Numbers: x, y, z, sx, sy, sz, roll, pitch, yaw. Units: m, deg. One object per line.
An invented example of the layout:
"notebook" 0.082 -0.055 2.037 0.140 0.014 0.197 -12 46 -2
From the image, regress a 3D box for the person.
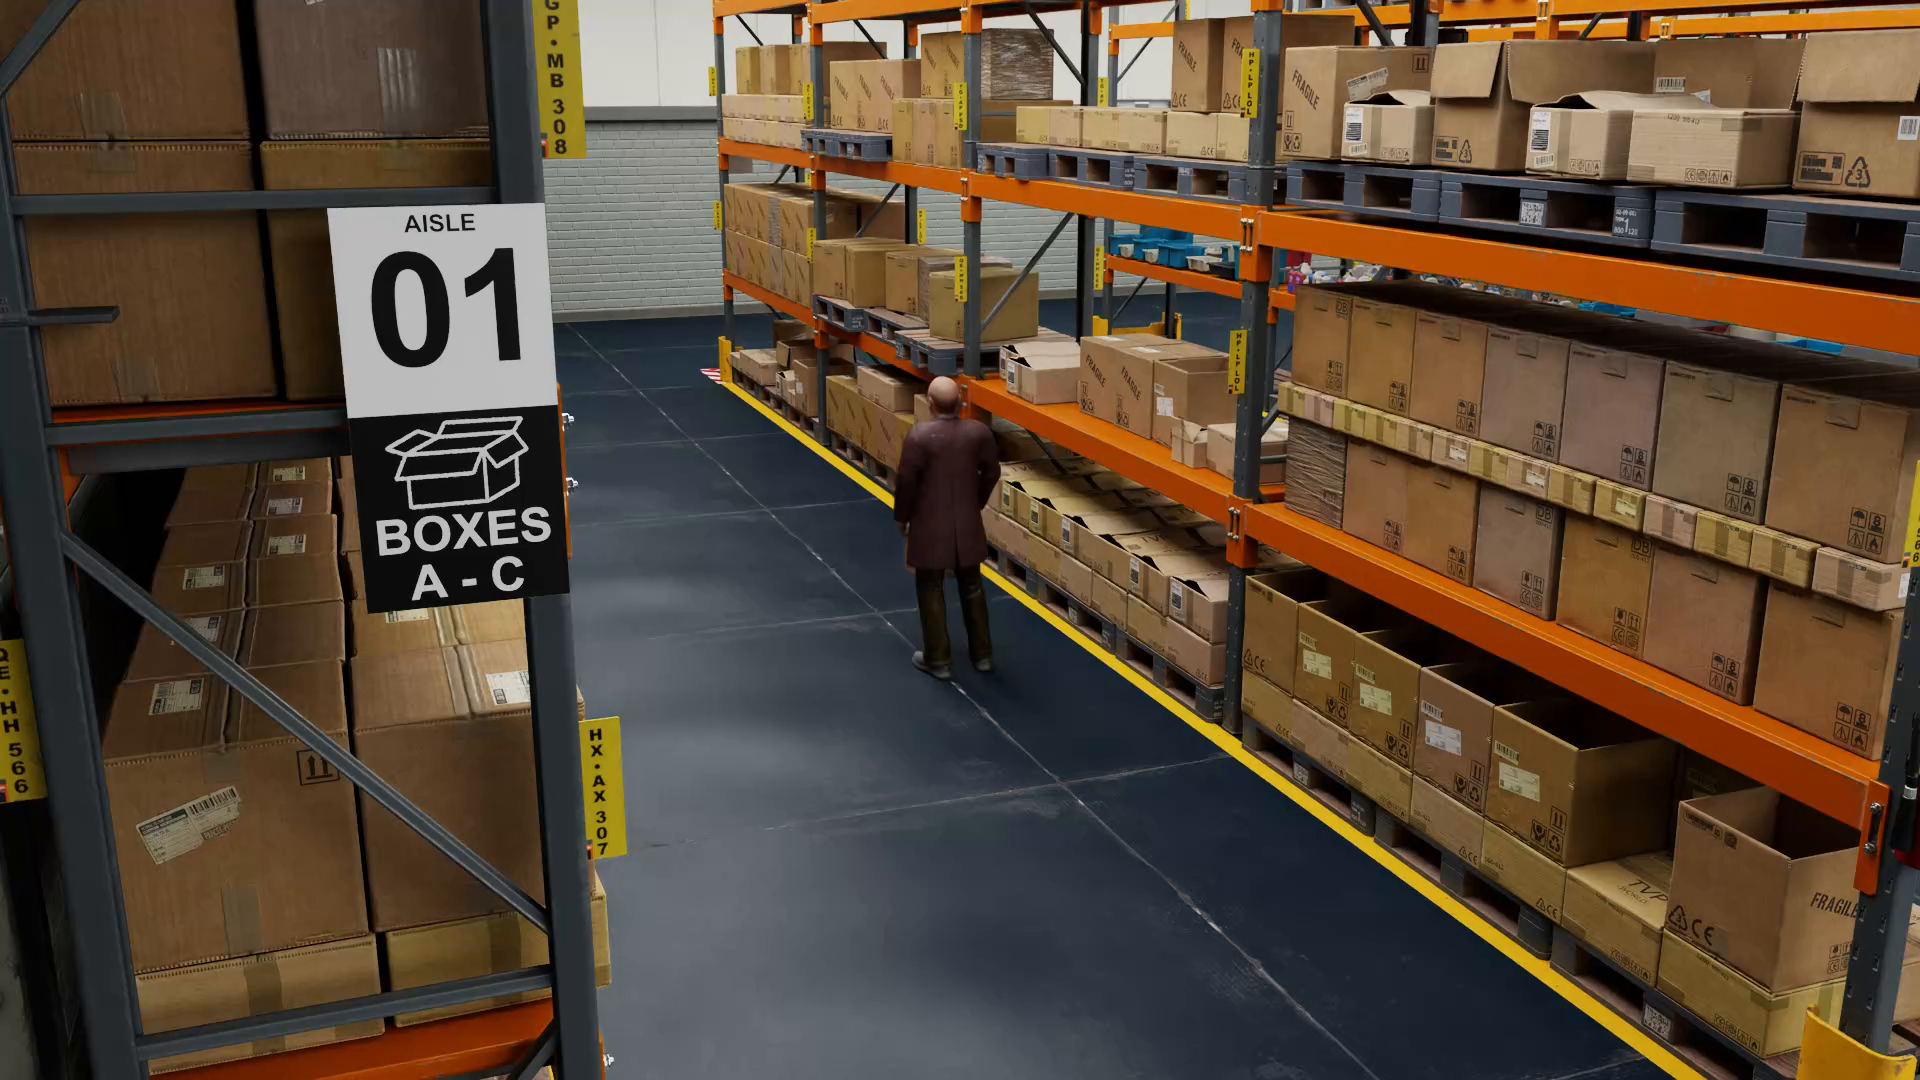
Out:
"person" -0.087 -0.090 9.868 0.661 1.777 0.441 -6 16 -21
